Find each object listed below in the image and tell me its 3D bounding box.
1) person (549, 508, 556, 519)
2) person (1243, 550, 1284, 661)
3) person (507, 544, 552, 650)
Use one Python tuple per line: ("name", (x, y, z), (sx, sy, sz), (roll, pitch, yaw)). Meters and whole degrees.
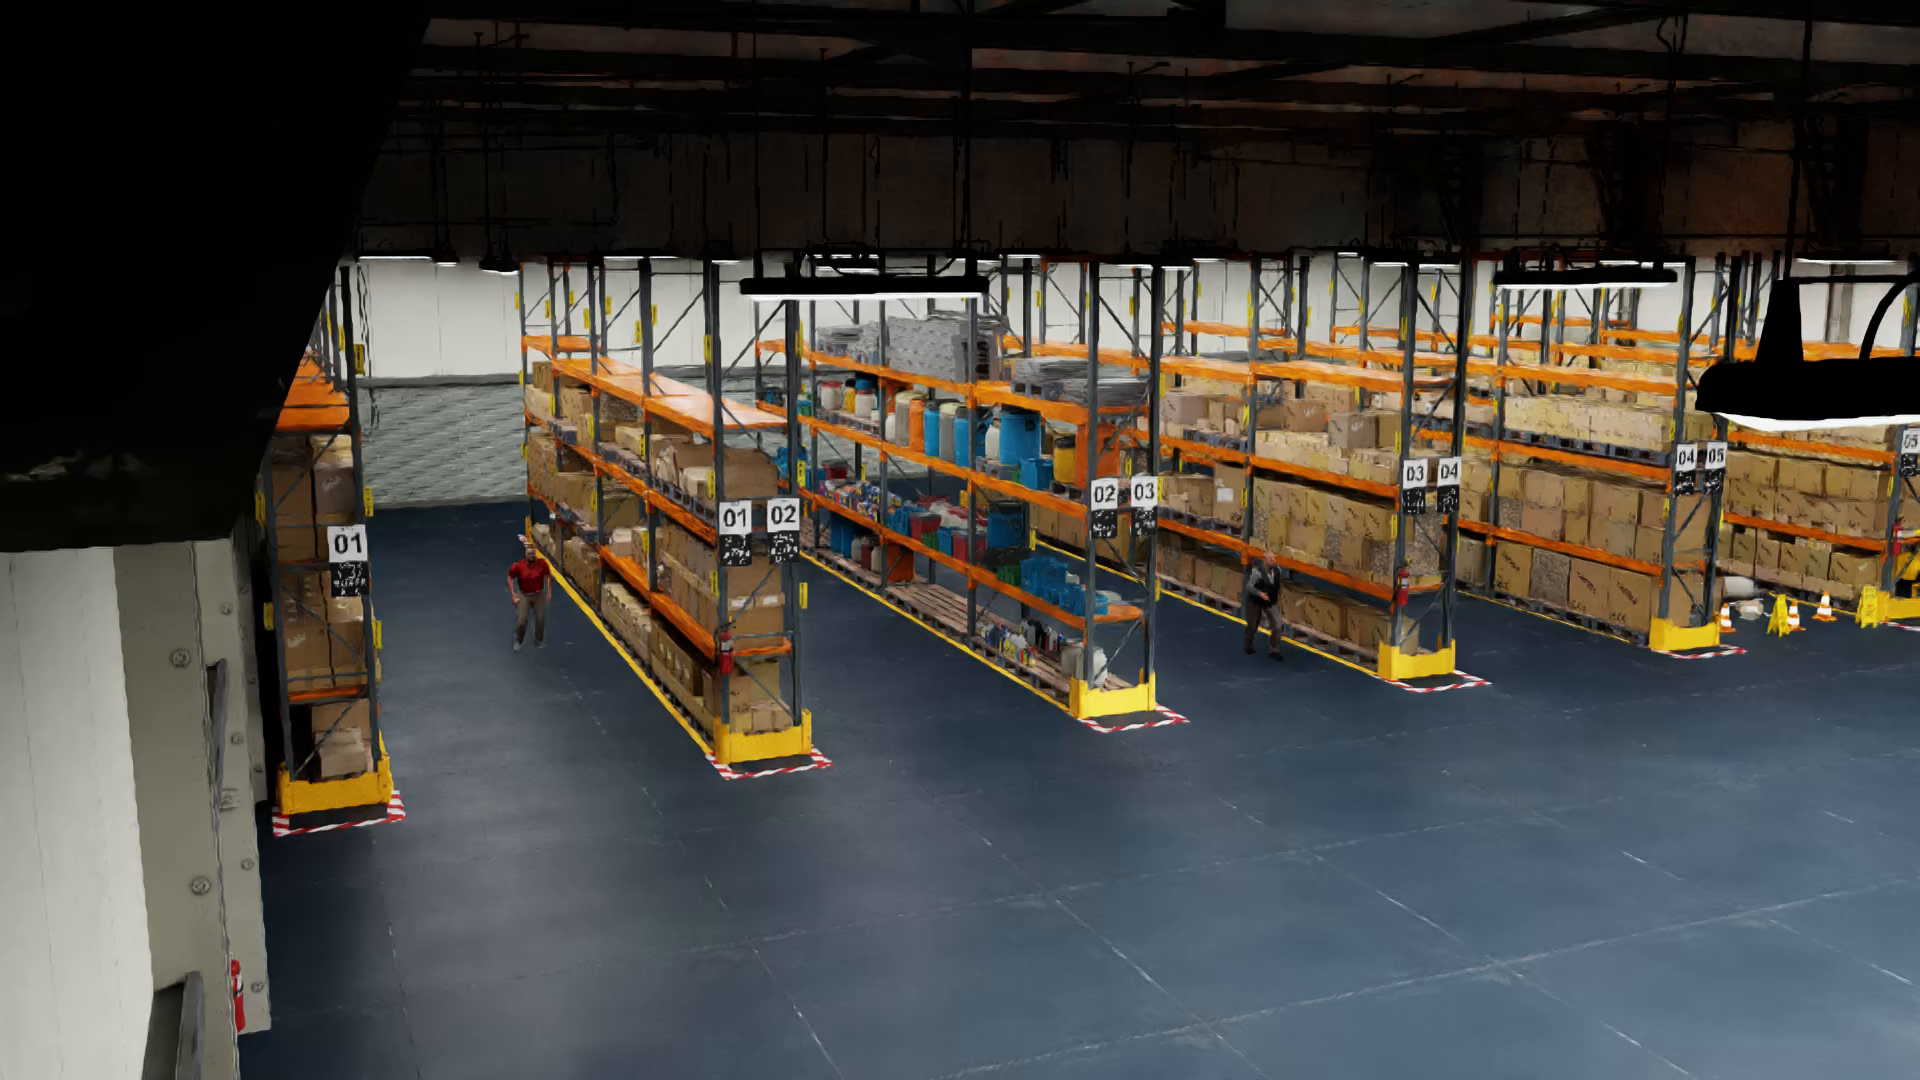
("person", (-8.988, -1.389, 37.616), (0.614, 1.768, 0.778), (3, 11, 16))
("person", (4.616, 0.956, 25.204), (0.680, 1.658, 0.866), (-3, 11, -17))
("person", (-6.623, 0.874, 25.638), (0.682, 1.676, 0.521), (-5, 11, -24))
